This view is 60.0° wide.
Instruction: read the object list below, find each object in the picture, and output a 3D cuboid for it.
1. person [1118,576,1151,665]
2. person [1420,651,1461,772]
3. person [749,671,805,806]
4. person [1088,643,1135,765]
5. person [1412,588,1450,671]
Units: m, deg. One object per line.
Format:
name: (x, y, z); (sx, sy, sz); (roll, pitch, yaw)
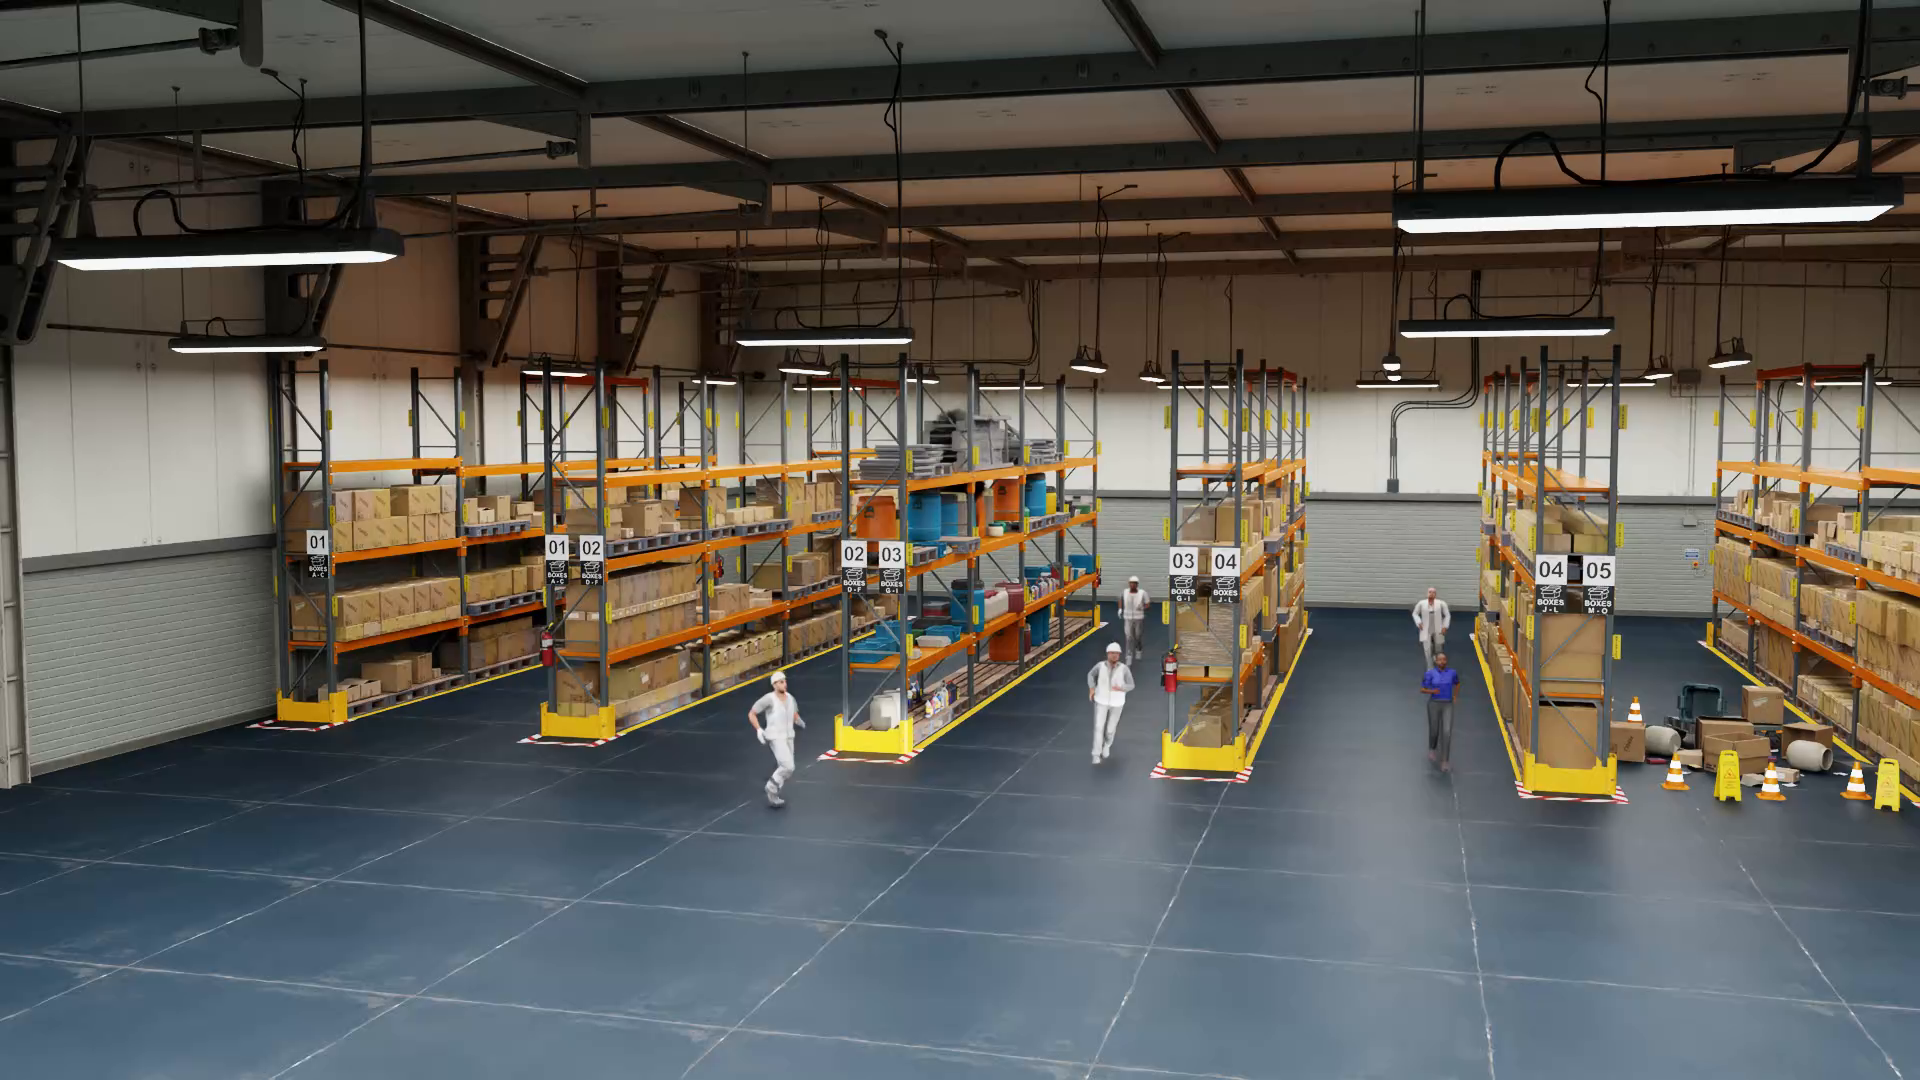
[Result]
person: (3.581, 1.631, 34.181); (0.666, 1.784, 0.902); (1, 4, 11)
person: (6.912, 2.430, 23.906); (0.581, 1.655, 0.894); (1, 4, 11)
person: (-2.280, 2.569, 21.417); (0.642, 1.741, 0.649); (3, 5, 38)
person: (2.184, 2.356, 24.062); (0.684, 1.748, 1.052); (0, 4, 5)
person: (9.287, 1.801, 32.779); (0.722, 1.734, 0.819); (1, 4, 13)
